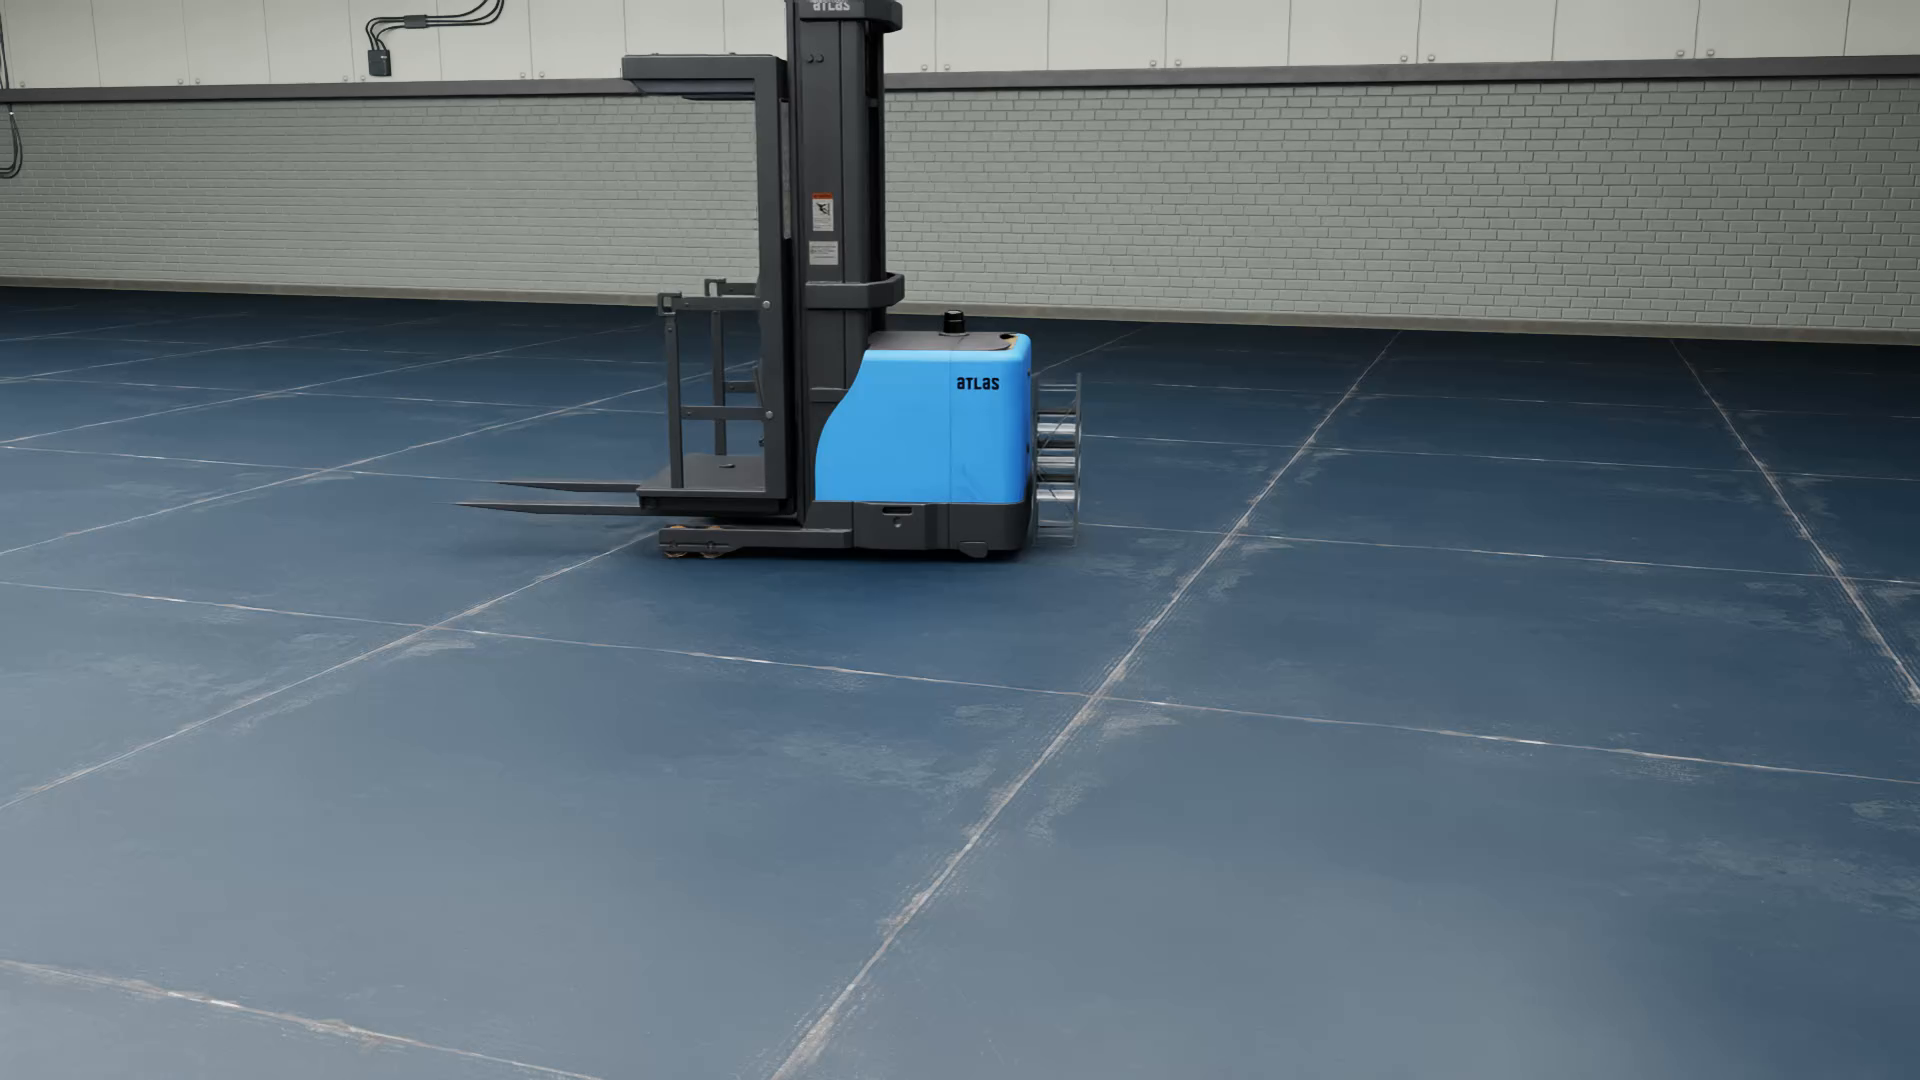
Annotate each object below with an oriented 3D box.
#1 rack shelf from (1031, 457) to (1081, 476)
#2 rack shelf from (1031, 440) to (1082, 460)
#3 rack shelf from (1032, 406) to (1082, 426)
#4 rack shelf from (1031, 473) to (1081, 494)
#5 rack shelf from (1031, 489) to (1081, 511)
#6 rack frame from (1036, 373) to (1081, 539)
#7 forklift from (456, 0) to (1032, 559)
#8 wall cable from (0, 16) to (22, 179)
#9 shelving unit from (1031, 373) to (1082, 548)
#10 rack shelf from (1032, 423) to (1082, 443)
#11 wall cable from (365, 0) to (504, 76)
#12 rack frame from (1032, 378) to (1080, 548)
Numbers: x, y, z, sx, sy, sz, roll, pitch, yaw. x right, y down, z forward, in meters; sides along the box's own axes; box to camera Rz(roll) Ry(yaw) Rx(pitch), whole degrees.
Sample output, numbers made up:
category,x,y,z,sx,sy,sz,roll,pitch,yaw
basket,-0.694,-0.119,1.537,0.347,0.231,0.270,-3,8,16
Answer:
category,x,y,z,sx,sy,sz,roll,pitch,yaw
rack shelf,0.512,-0.392,8.830,0.258,0.077,0.200,1,13,5
rack shelf,0.512,-0.479,8.810,0.258,0.077,0.200,1,13,5
rack shelf,0.513,-0.655,8.770,0.258,0.077,0.200,1,13,5
rack shelf,0.512,-0.304,8.850,0.258,0.077,0.200,1,13,5
rack shelf,0.512,-0.216,8.870,0.258,0.077,0.200,1,13,5
rack frame,0.521,-0.447,8.922,0.240,0.900,0.006,1,13,5
forklift,-1.144,-1.449,8.750,3.031,2.935,1.130,1,13,5
wall cable,-16.407,-7.077,26.749,3.097,2.526,0.112,4,14,18
shelving unit,0.512,-0.424,8.823,0.258,0.900,0.210,1,13,5
rack shelf,0.513,-0.567,8.790,0.258,0.077,0.200,1,13,5
wall cable,-7.430,-9.562,23.016,2.305,6.003,0.169,4,14,18
rack frame,0.503,-0.402,8.724,0.240,0.900,0.006,1,13,5
